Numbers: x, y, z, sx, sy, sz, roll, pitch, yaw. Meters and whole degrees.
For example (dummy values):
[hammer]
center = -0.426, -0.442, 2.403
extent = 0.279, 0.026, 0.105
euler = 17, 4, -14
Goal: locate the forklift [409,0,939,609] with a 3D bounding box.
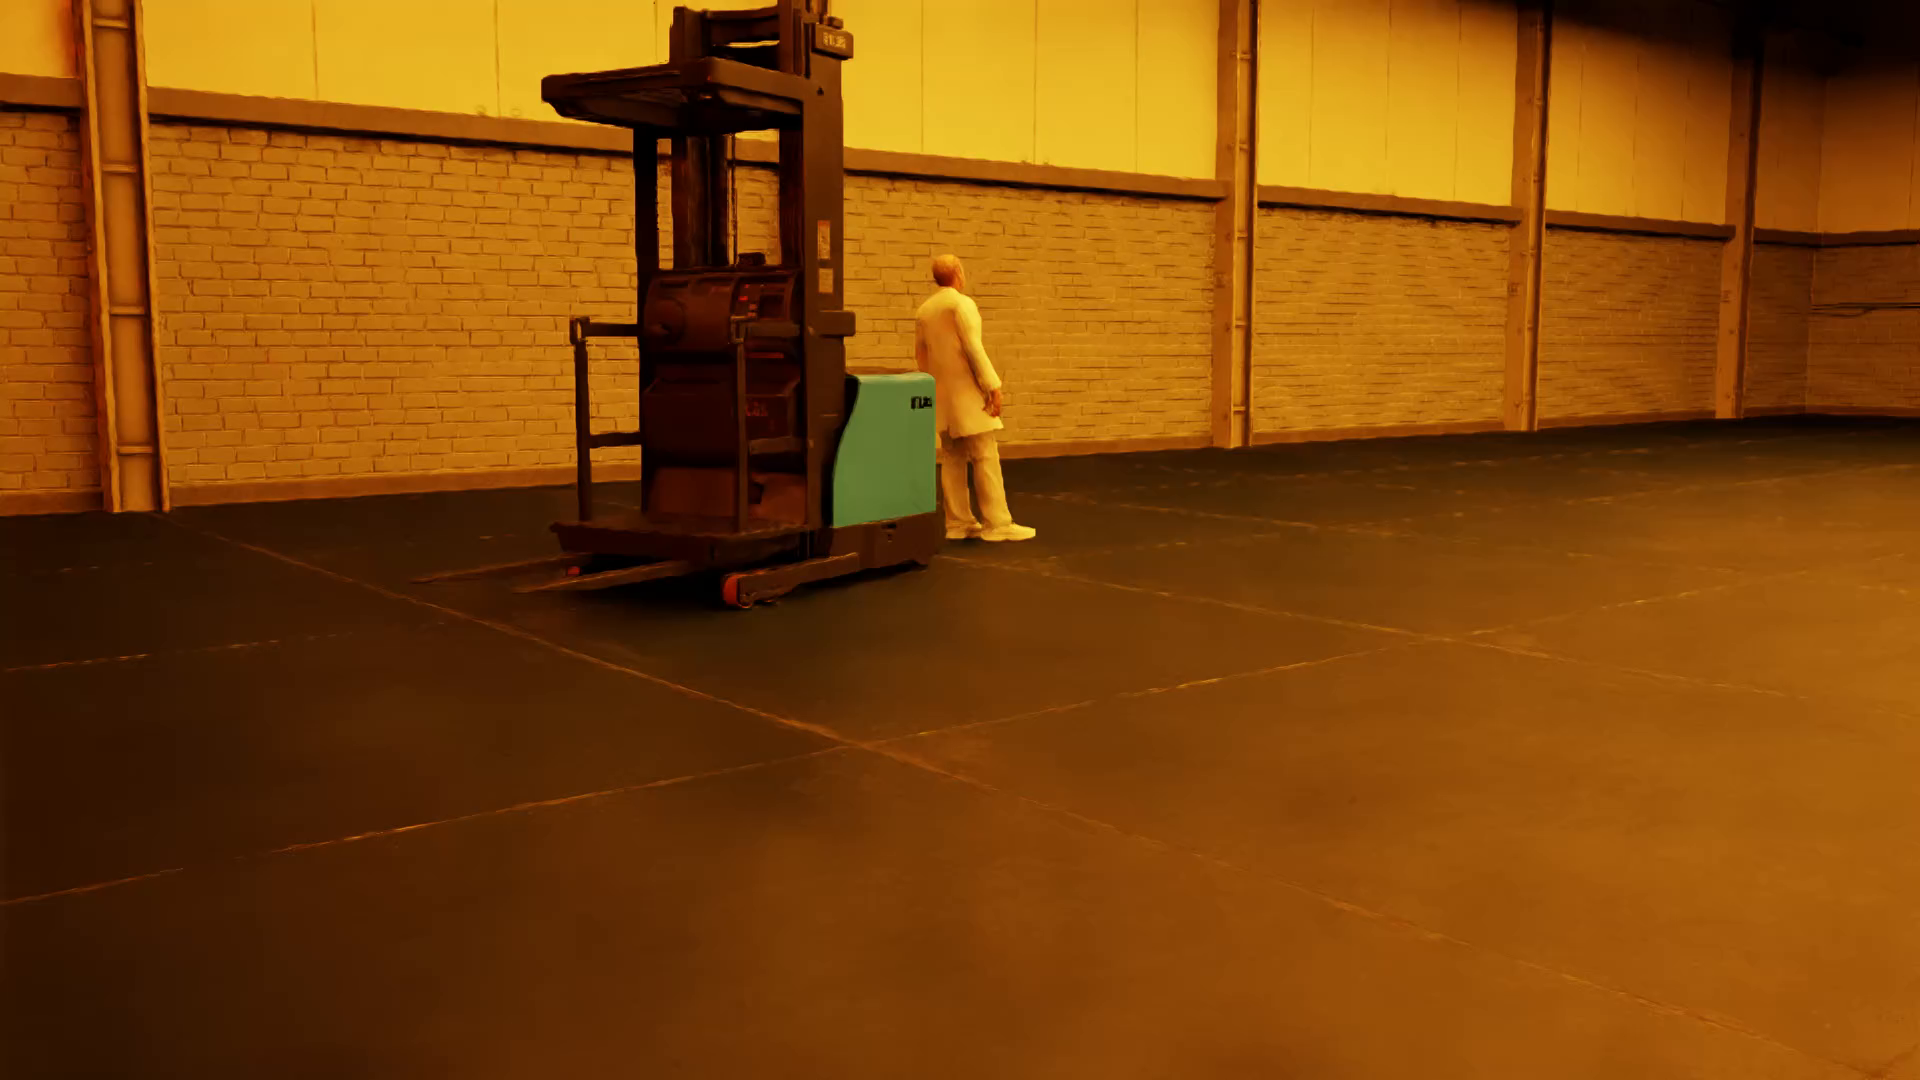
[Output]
[forklift]
center = -1.312, -1.195, 8.144
extent = 1.130, 2.935, 3.031
euler = 4, 8, 31

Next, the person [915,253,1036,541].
[person]
center = 0.074, -0.896, 10.447
extent = 0.579, 1.776, 0.694
euler = -5, 9, -38
